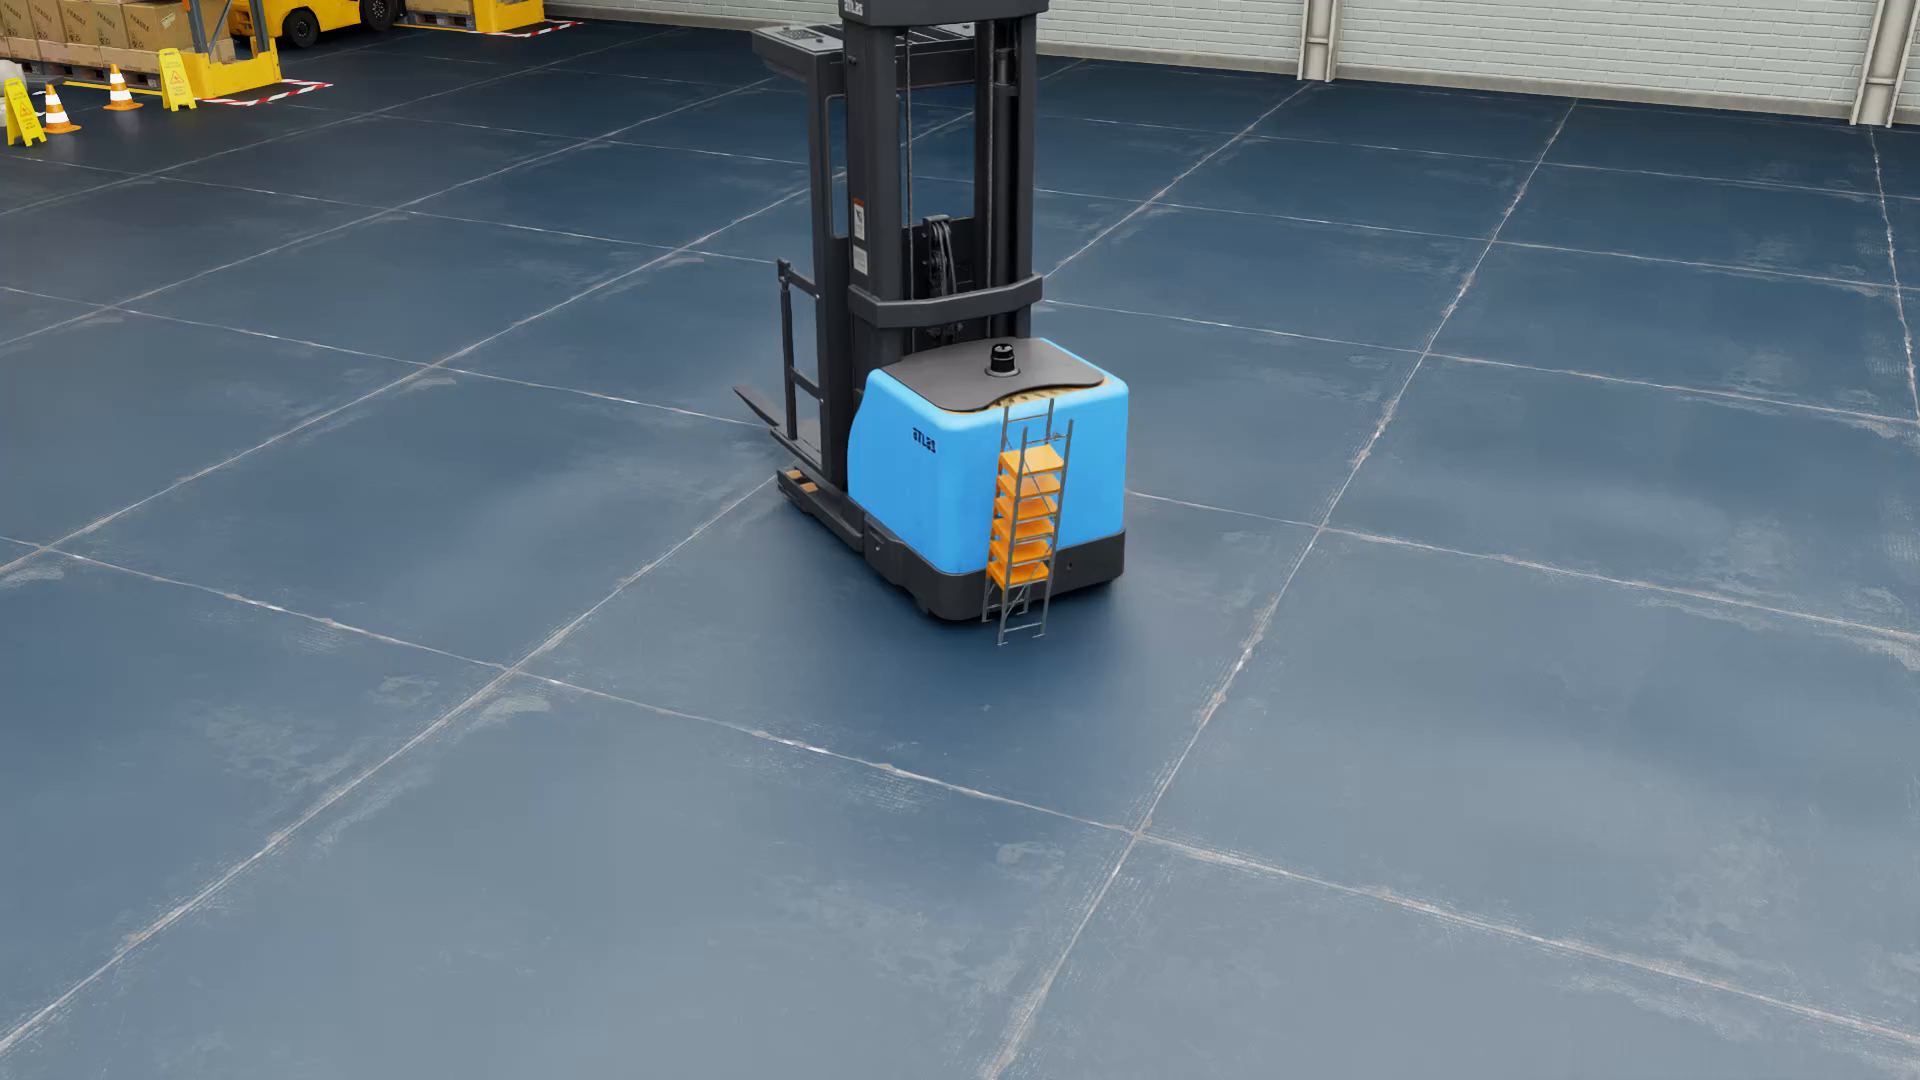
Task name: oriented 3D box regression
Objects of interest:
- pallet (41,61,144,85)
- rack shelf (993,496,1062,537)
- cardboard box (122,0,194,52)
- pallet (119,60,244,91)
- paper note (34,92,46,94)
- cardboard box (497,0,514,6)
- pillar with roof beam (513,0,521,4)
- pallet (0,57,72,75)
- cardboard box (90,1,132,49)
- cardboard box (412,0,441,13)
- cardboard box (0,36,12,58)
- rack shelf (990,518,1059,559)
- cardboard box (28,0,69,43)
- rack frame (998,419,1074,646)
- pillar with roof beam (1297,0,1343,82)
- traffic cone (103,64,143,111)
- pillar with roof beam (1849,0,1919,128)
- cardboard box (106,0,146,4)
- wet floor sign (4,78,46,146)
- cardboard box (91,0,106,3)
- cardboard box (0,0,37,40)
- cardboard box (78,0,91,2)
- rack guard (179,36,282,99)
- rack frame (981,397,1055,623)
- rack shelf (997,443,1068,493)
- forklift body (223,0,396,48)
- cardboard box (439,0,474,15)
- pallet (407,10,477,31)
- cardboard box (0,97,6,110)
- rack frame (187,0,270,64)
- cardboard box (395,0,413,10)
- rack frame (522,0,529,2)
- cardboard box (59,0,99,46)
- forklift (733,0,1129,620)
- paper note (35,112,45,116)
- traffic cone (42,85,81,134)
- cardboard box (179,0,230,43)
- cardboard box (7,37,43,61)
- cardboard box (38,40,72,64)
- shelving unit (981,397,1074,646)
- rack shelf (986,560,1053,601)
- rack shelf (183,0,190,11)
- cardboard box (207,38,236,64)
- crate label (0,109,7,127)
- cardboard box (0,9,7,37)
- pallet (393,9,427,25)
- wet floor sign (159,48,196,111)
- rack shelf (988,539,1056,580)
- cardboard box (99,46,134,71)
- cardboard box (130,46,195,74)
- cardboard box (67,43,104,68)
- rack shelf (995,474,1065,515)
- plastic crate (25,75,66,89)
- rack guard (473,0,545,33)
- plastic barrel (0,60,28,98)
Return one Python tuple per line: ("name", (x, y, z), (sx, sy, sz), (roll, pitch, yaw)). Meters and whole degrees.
("pallet", (-10.318, -5.771, 20.232), (1.213, 0.211, 1.003), (11, 28, 22))
("rack shelf", (0.301, -0.125, 7.461), (0.258, 0.103, 0.180), (-11, 39, -22))
("cardboard box", (-9.255, -5.954, 19.237), (0.500, 0.500, 0.500), (12, 28, 22))
("pallet", (-9.212, -5.547, 19.778), (1.213, 0.211, 1.003), (11, 28, 22))
("paper note", (-10.626, -5.183, 19.242), (0.148, 0.019, 0.142), (2, 26, 4))
("cardboard box", (-6.732, -7.741, 23.715), (0.500, 0.250, 0.500), (11, 28, 22))
("pillar with roof beam", (-8.409, -10.068, 19.012), (0.400, 9.000, 9.100), (11, 28, 22))
("pallet", (-11.433, -5.993, 20.684), (1.213, 0.211, 1.003), (11, 28, 22))
("cardboard box", (-9.731, -6.049, 19.428), (0.500, 0.500, 0.500), (12, 29, 24))
("cardboard box", (-7.373, -7.627, 23.482), (0.500, 0.250, 0.500), (11, 28, 22))
("cardboard box", (-11.633, -6.091, 20.364), (0.500, 0.250, 0.500), (10, 28, 19))
("rack shelf", (0.291, -0.029, 7.531), (0.258, 0.103, 0.180), (-11, 39, -22))
("cardboard box", (-10.670, -6.239, 19.815), (0.500, 0.500, 0.500), (13, 29, 24))
("rack frame", (0.332, -0.013, 7.439), (0.240, 1.200, 0.006), (-11, 39, -22))
("pillar with roof beam", (2.515, -7.874, 14.556), (0.400, 9.000, 9.100), (11, 28, 22))
("traffic cone", (-9.343, -5.043, 18.470), (0.334, 0.463, 0.336), (11, 28, 22))
("pillar with roof beam", (7.977, -6.777, 12.328), (0.400, 9.000, 9.100), (11, 28, 22))
("cardboard box", (-9.617, -6.286, 19.175), (0.250, 0.149, 0.380), (12, 29, 23))
("wet floor sign", (-9.529, -4.347, 16.850), (0.232, 0.644, 0.267), (6, 27, 13))
("cardboard box", (-9.844, -6.333, 19.271), (0.250, 0.149, 0.380), (12, 29, 23))
("cardboard box", (-11.141, -6.335, 20.009), (0.500, 0.500, 0.500), (13, 29, 24))
("cardboard box", (-10.083, -6.382, 19.370), (0.250, 0.149, 0.380), (13, 29, 24))
("rack guard", (-8.487, -5.514, 19.384), (0.348, 0.500, 1.175), (11, 28, 22))
("rack frame", (0.258, -0.116, 7.571), (0.240, 1.200, 0.006), (-11, 39, -22))
("rack shelf", (0.319, -0.319, 7.320), (0.258, 0.103, 0.180), (-11, 39, -22))
("forklift body", (-8.848, -7.851, 22.260), (1.214, 2.155, 2.313), (11, 28, 22))
("cardboard box", (-6.925, -7.532, 23.290), (0.500, 0.250, 0.500), (12, 28, 22))
("pallet", (-7.080, -7.490, 23.724), (1.213, 0.211, 1.003), (11, 28, 22))
("cardboard box", (-10.446, -4.770, 18.270), (0.380, 0.149, 0.250), (-18, 31, -31))
("rack frame", (-8.417, -6.622, 18.803), (0.127, 3.000, 1.000), (11, 28, 22))
("cardboard box", (-7.825, -7.722, 23.675), (0.500, 0.250, 0.500), (12, 29, 22))
("rack frame", (-6.366, -8.618, 22.859), (0.127, 3.000, 1.000), (11, 28, 22))
("cardboard box", (-10.188, -6.144, 19.621), (0.500, 0.500, 0.500), (11, 28, 21))
("forklift", (-0.351, -1.550, 8.581), (1.130, 2.935, 3.031), (-14, 30, -26))
("paper note", (-10.102, -4.662, 18.185), (0.142, 0.019, 0.148), (2, 26, 4))
("traffic cone", (-9.493, -4.535, 17.437), (0.334, 0.463, 0.336), (11, 28, 22))
("cardboard box", (-9.059, -6.176, 19.686), (0.500, 0.500, 0.500), (10, 28, 20))
("cardboard box", (-11.143, -5.998, 20.175), (0.500, 0.250, 0.500), (13, 29, 25))
("cardboard box", (-10.659, -5.902, 19.980), (0.500, 0.250, 0.500), (11, 28, 21))
("shelving unit", (0.295, -0.064, 7.505), (0.258, 1.200, 0.189), (-11, 39, -22))
("rack shelf", (0.273, 0.165, 7.672), (0.258, 0.103, 0.180), (-11, 39, -22))
("rack shelf", (-10.238, -6.665, 19.705), (4.000, 0.370, 1.077), (11, 28, 22))
("cardboard box", (-9.037, -5.835, 19.843), (0.500, 0.250, 0.500), (11, 28, 21))
("crate label", (-10.234, -4.508, 17.750), (0.298, 0.136, 0.250), (-2, 26, -5))
("cardboard box", (-11.633, -6.428, 20.198), (0.500, 0.500, 0.500), (13, 29, 24))
("pallet", (-8.186, -7.714, 24.178), (1.213, 0.211, 1.003), (11, 28, 22))
("wet floor sign", (-8.687, -5.100, 18.379), (0.232, 0.644, 0.267), (23, 35, 39))
("rack shelf", (0.282, 0.068, 7.602), (0.258, 0.103, 0.180), (-11, 39, -22))
("cardboard box", (-9.733, -5.714, 19.597), (0.500, 0.250, 0.500), (11, 28, 22))
("cardboard box", (-9.287, -5.620, 19.407), (0.500, 0.250, 0.500), (11, 28, 22))
("cardboard box", (-10.212, -5.807, 19.787), (0.500, 0.250, 0.500), (10, 28, 20))
("rack shelf", (0.310, -0.222, 7.391), (0.258, 0.103, 0.180), (-11, 39, -22))
("plastic crate", (-10.969, -5.426, 19.681), (0.583, 0.080, 0.402), (2, 26, 4))
("rack guard", (-6.344, -7.492, 23.402), (0.348, 0.500, 1.175), (11, 28, 22))
("plastic barrel", (-10.924, -5.235, 18.903), (0.512, 0.421, 0.421), (-12, 29, -23))
